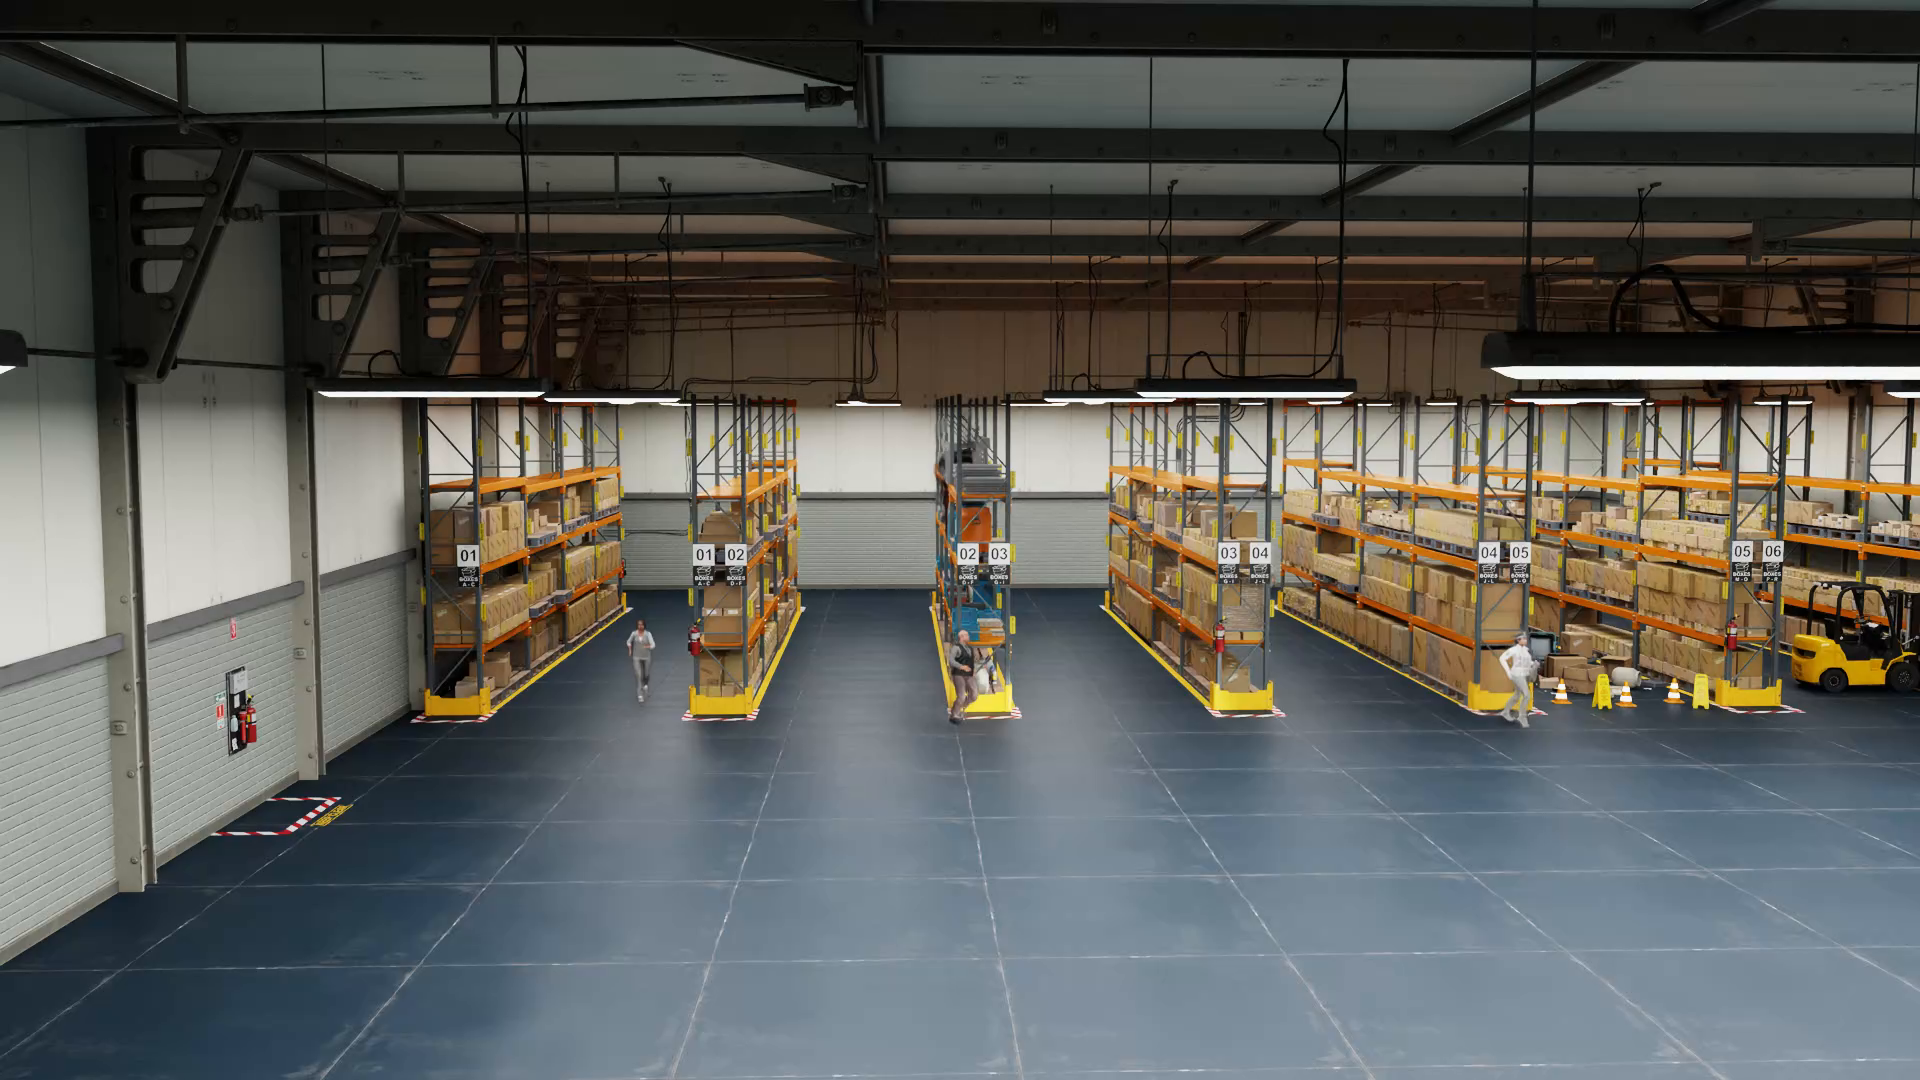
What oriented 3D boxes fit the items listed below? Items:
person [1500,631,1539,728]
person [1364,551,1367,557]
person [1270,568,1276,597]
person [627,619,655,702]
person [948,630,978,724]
[{"bbox_3d":[10.125,2.518,30.104,0.579,1.763,0.750,-4,6,-44],"label":"person"},{"bbox_3d":[11.163,1.175,46.146,0.687,1.765,1.002,0,5,-5],"label":"person"},{"bbox_3d":[8.185,1.356,44.822,0.652,1.707,0.743,-1,5,-12],"label":"person"},{"bbox_3d":[-6.273,2.342,32.721,0.543,1.576,0.877,-1,5,-12],"label":"person"},{"bbox_3d":[0.101,2.491,30.290,0.530,1.691,0.691,4,6,41],"label":"person"}]
